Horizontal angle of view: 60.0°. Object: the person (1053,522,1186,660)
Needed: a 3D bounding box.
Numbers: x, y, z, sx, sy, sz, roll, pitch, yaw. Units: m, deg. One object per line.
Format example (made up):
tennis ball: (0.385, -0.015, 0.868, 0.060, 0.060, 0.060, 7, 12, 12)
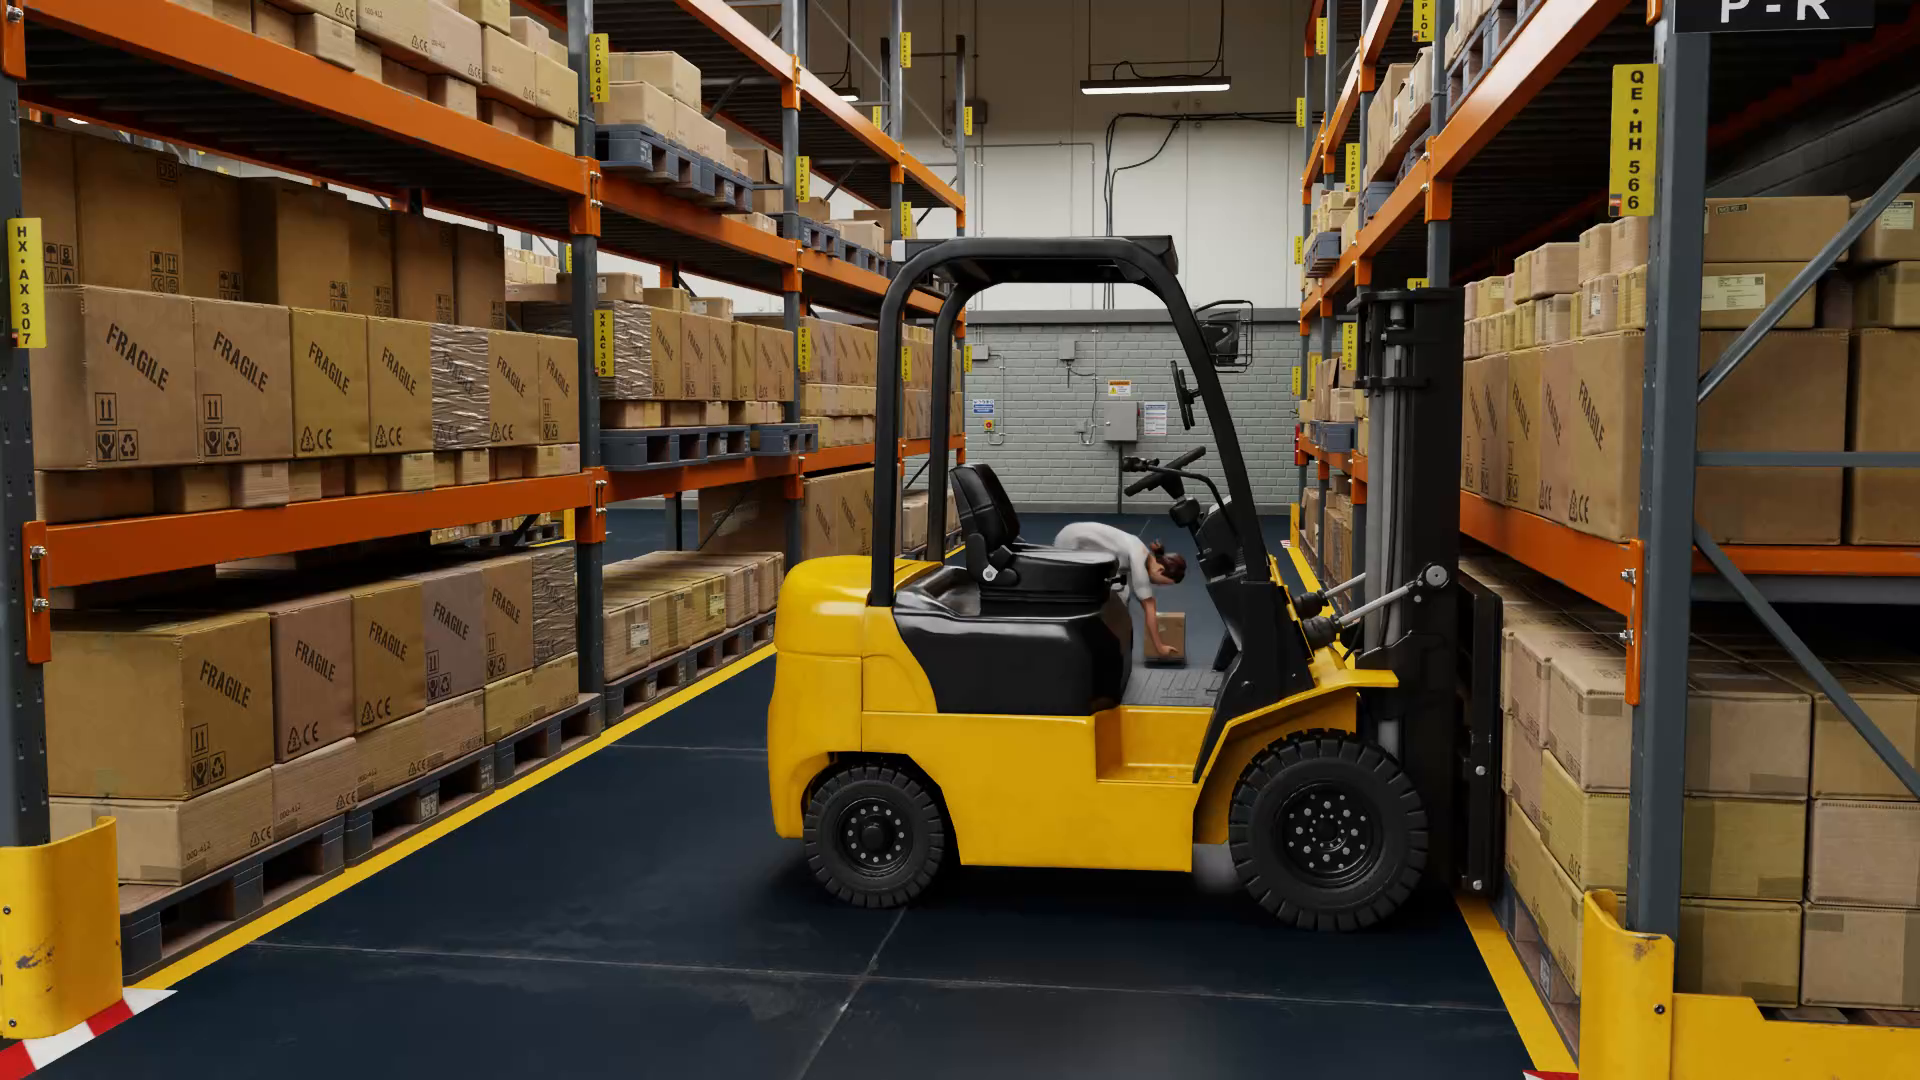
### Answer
person: (1.017, 0.330, 10.625, 0.848, 0.893, 0.464, 0, 5, 6)
